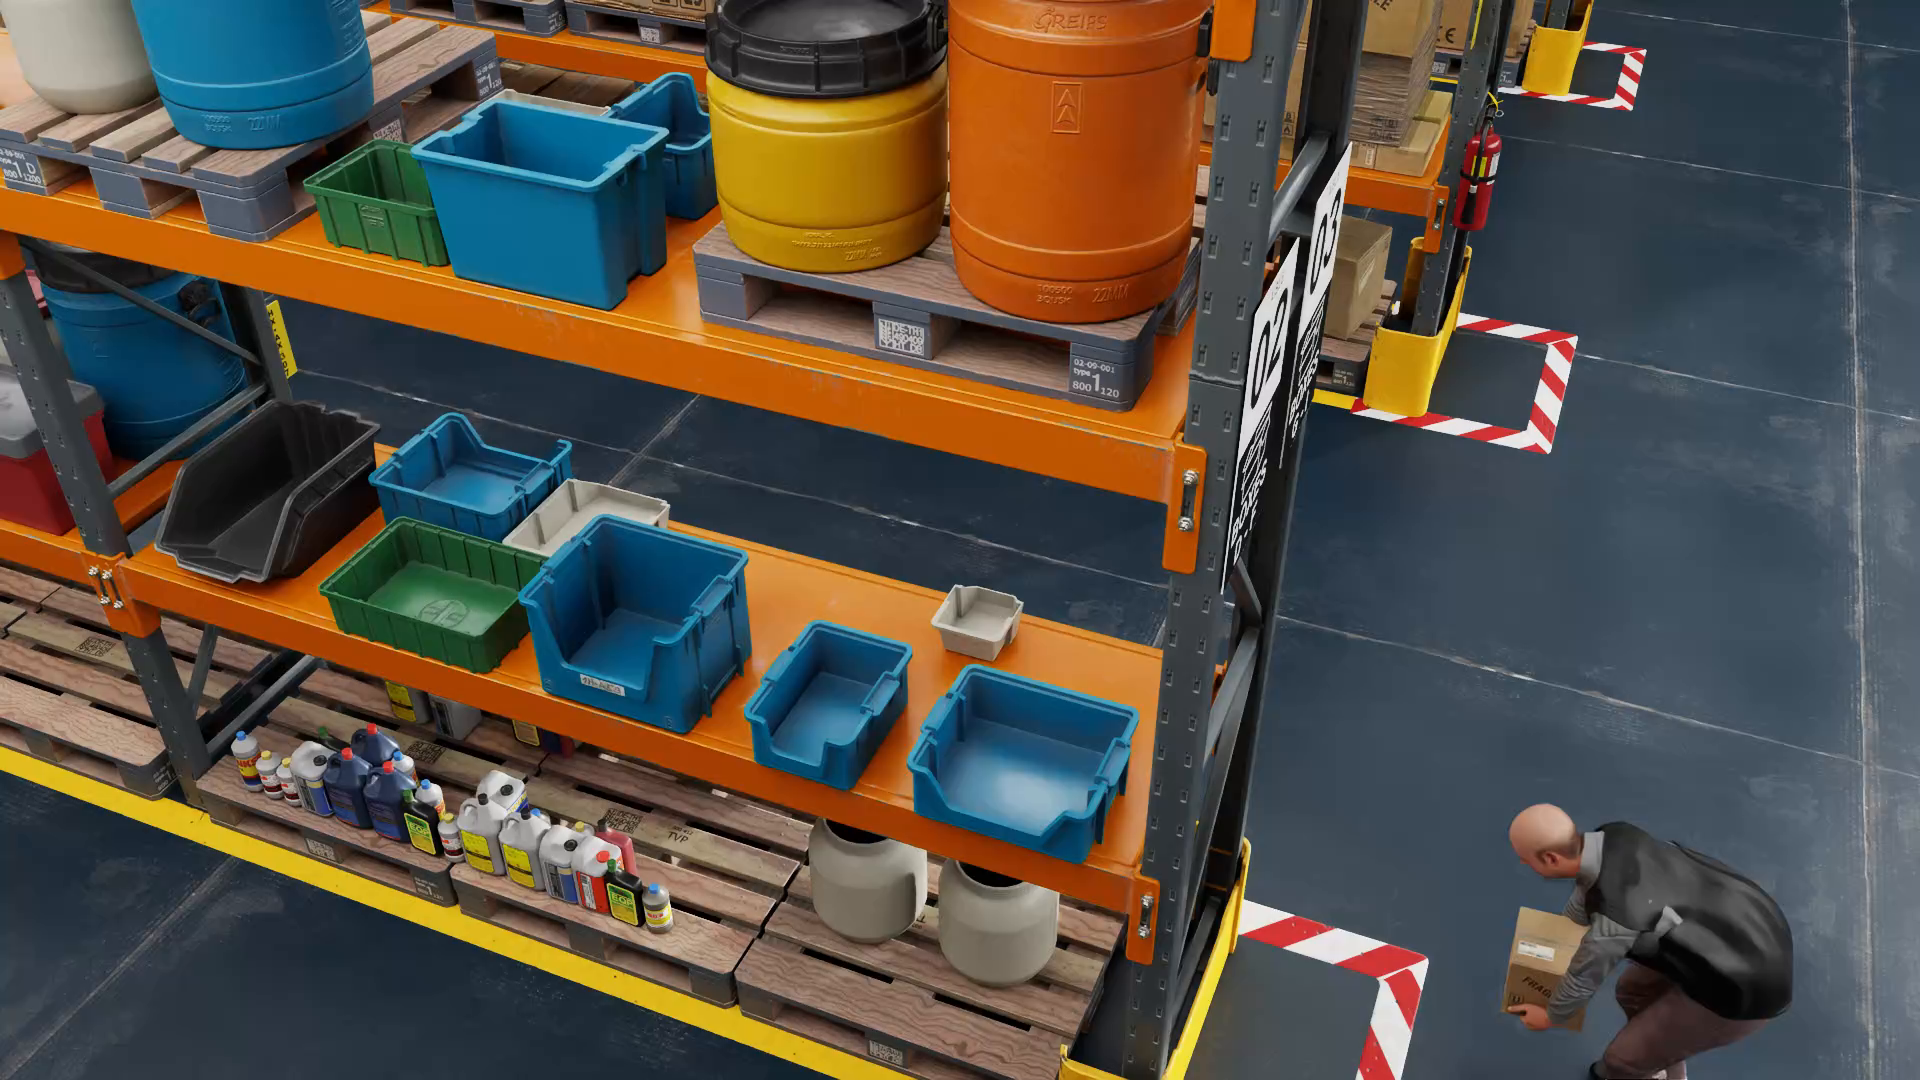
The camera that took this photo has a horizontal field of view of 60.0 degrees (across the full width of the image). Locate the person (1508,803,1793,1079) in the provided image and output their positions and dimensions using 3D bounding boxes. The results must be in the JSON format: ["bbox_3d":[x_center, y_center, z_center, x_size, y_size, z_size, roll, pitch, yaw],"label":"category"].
[{"bbox_3d":[2.111,1.416,5.322,0.897,1.309,0.469,13,39,16],"label":"person"}]
